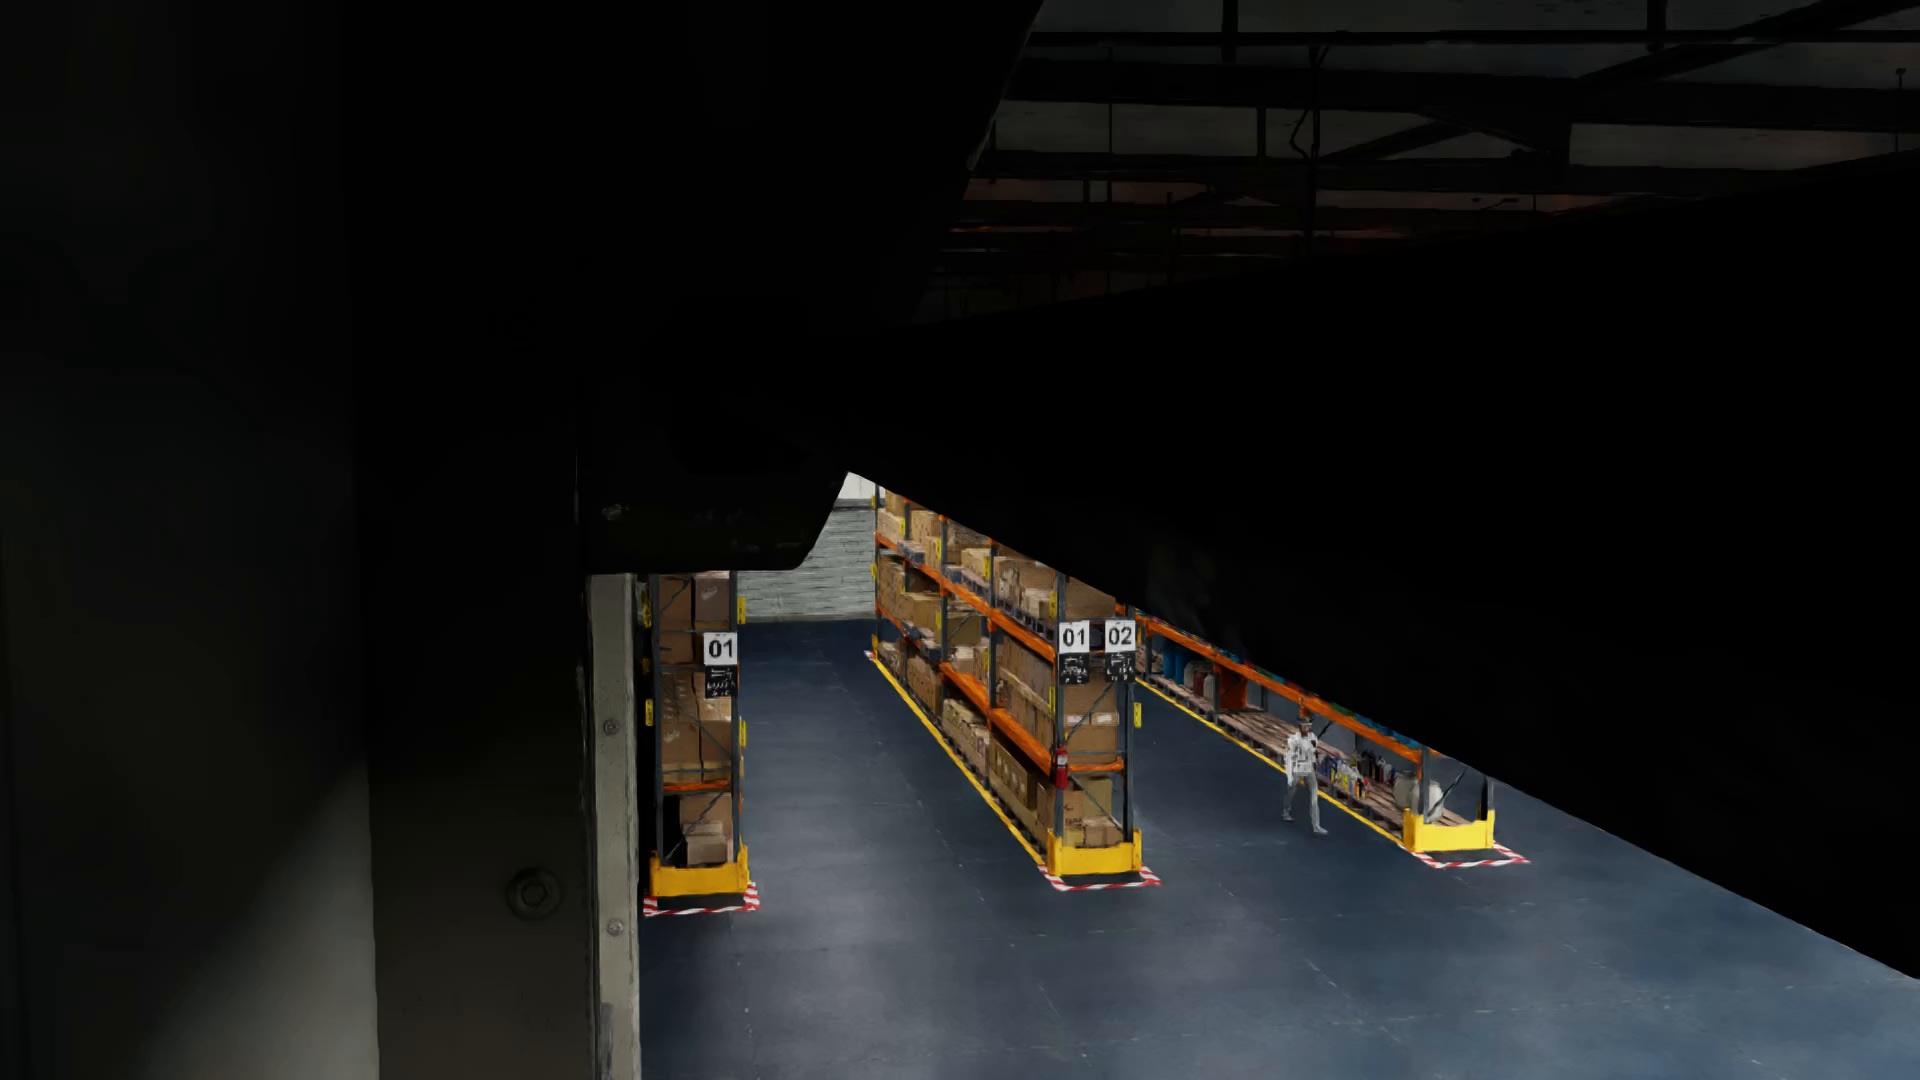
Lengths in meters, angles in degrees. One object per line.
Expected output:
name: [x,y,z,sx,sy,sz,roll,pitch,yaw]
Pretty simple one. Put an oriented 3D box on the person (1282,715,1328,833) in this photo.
person: [4.700,3.177,22.869,0.495,1.587,1.086,-1,6,-8]
